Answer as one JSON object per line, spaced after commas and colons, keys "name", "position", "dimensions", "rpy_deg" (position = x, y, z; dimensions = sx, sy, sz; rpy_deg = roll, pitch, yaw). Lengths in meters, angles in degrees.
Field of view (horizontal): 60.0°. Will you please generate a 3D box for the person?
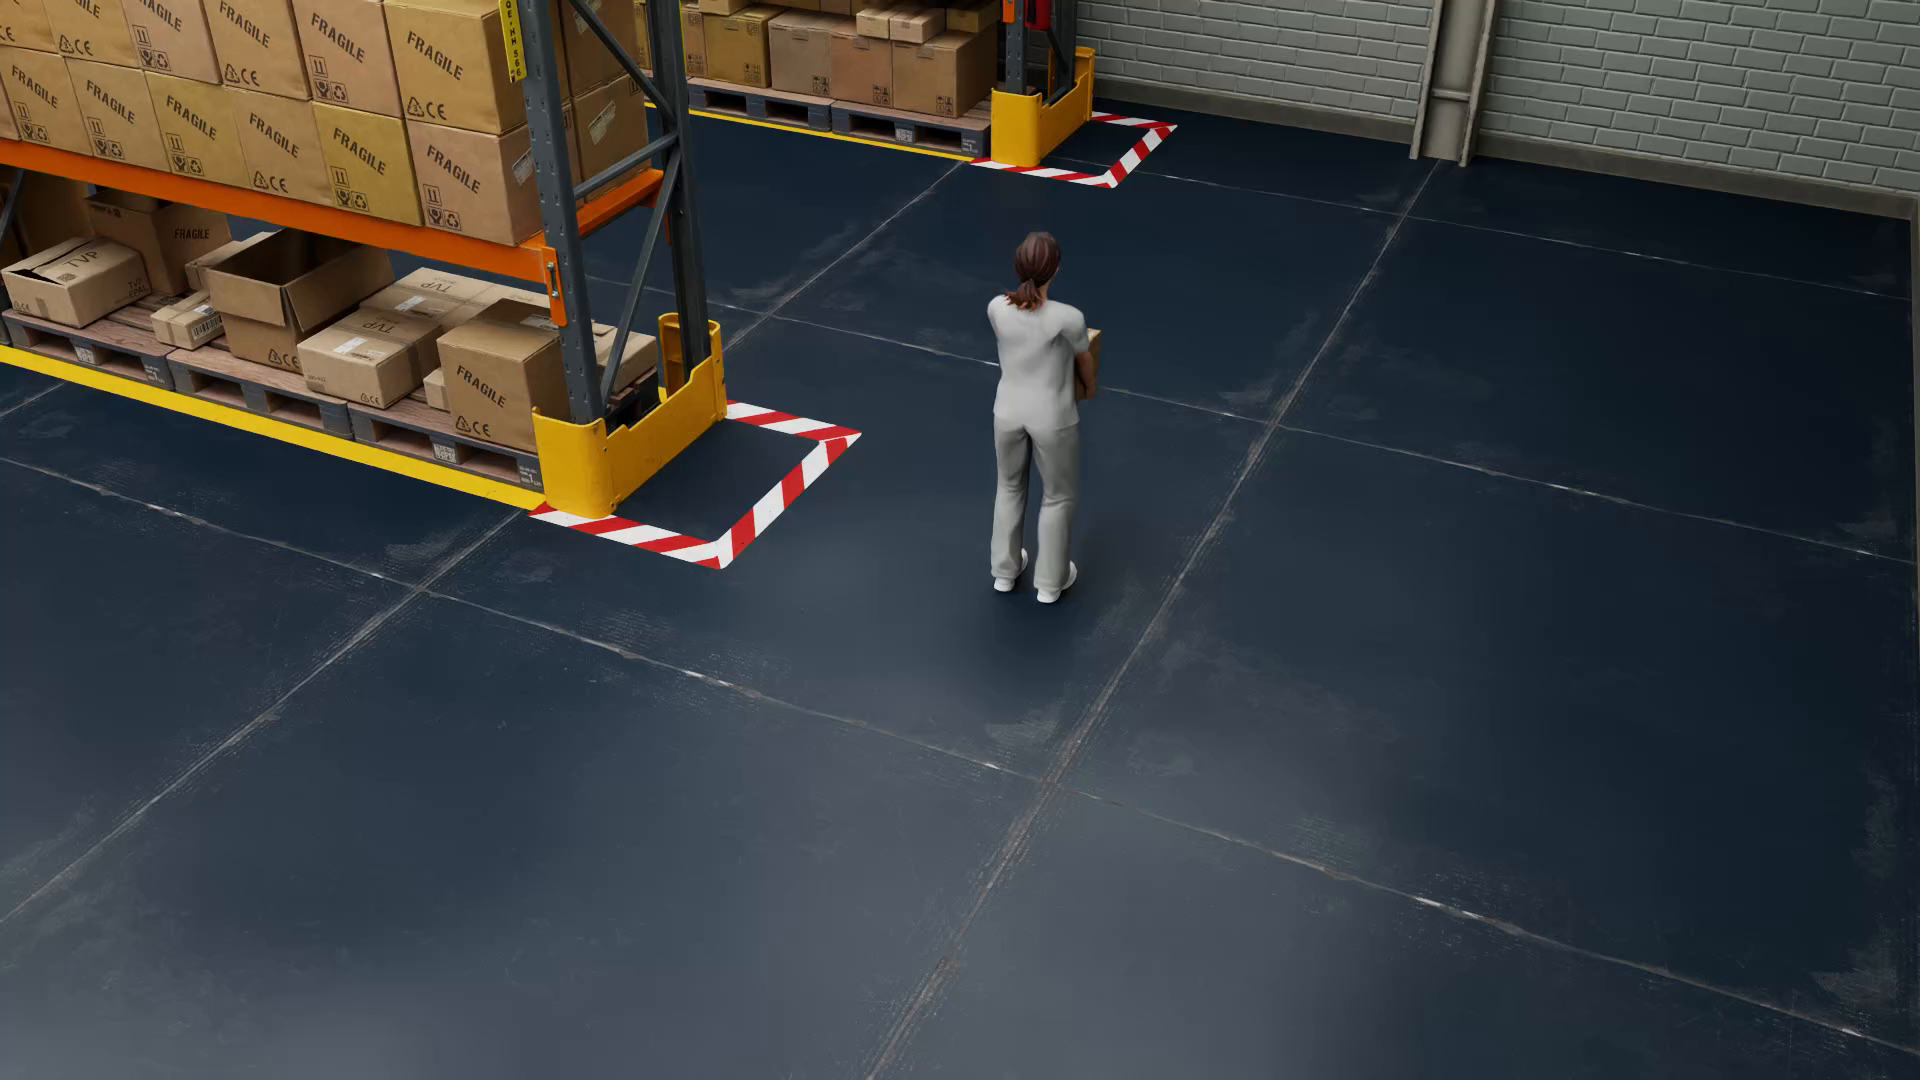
{"name": "person", "position": [0.344, -0.531, 6.964], "dimensions": [0.409, 1.650, 0.524], "rpy_deg": [14, 36, 20]}
